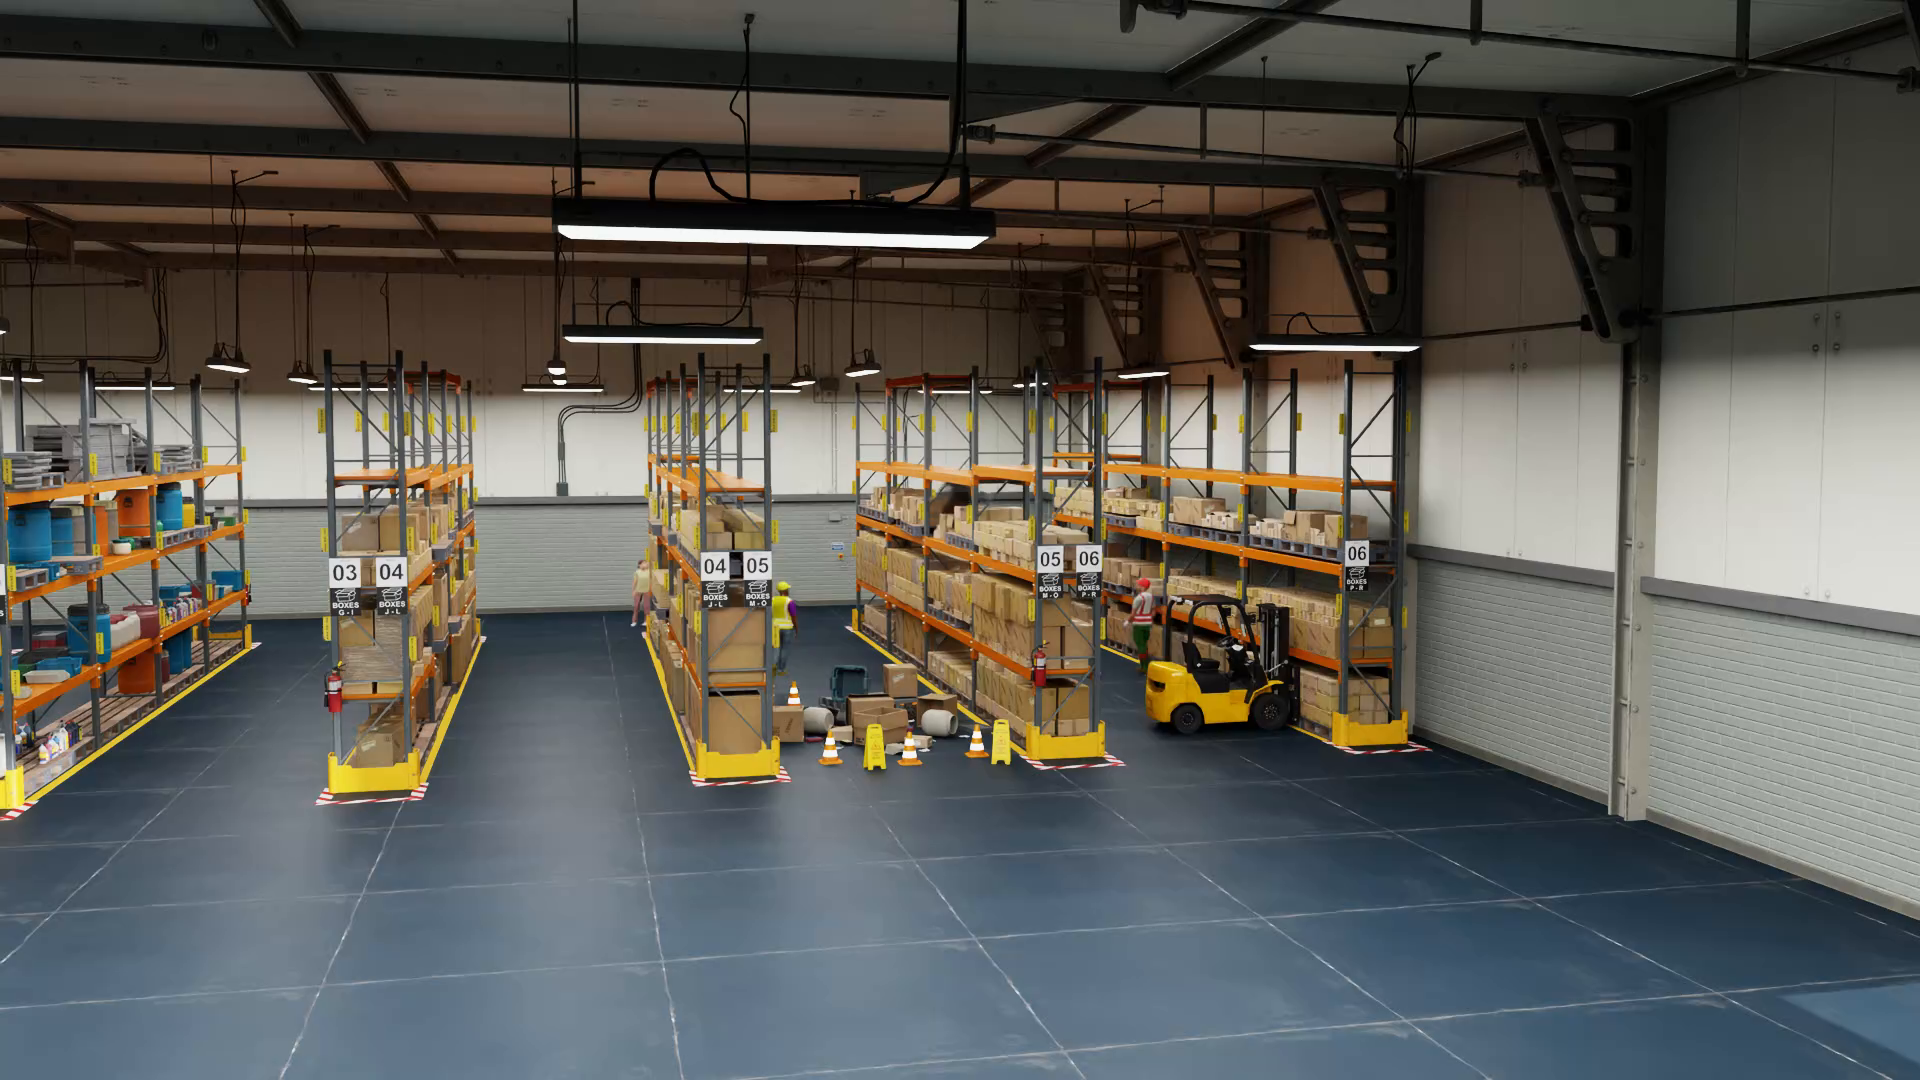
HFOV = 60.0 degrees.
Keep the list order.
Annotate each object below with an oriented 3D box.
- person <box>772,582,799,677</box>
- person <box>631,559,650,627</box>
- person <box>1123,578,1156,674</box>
[{"bbox_3d":[-3.318,1.666,31.050,0.604,1.784,0.535,0,4,7],"label":"person"},{"bbox_3d":[-7.910,1.311,41.278,0.502,1.683,0.359,0,4,-4],"label":"person"},{"bbox_3d":[3.425,1.649,31.402,0.606,1.870,0.497,-2,4,-26],"label":"person"}]
